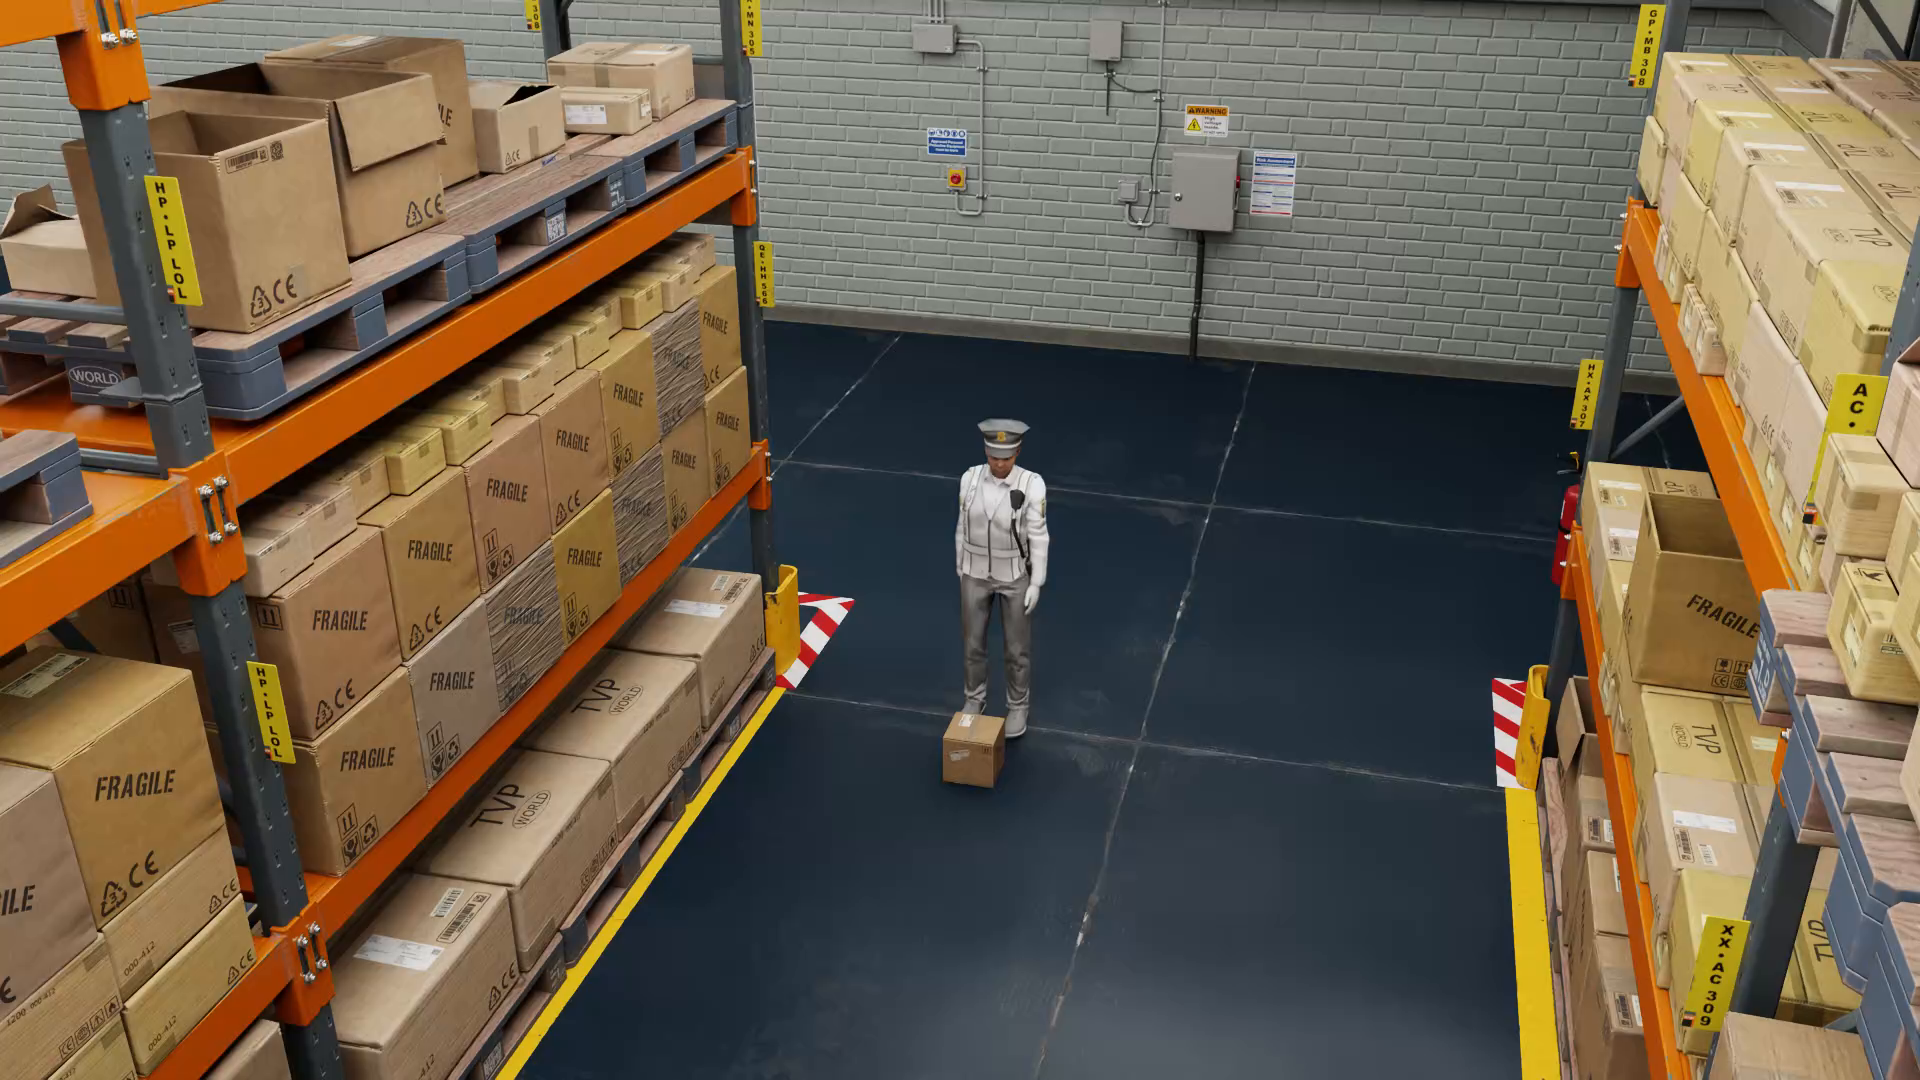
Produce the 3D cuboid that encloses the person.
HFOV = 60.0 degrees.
[{"bbox_3d":[0.198,0.196,8.202,0.469,1.663,0.329,7,26,14],"label":"person"}]
